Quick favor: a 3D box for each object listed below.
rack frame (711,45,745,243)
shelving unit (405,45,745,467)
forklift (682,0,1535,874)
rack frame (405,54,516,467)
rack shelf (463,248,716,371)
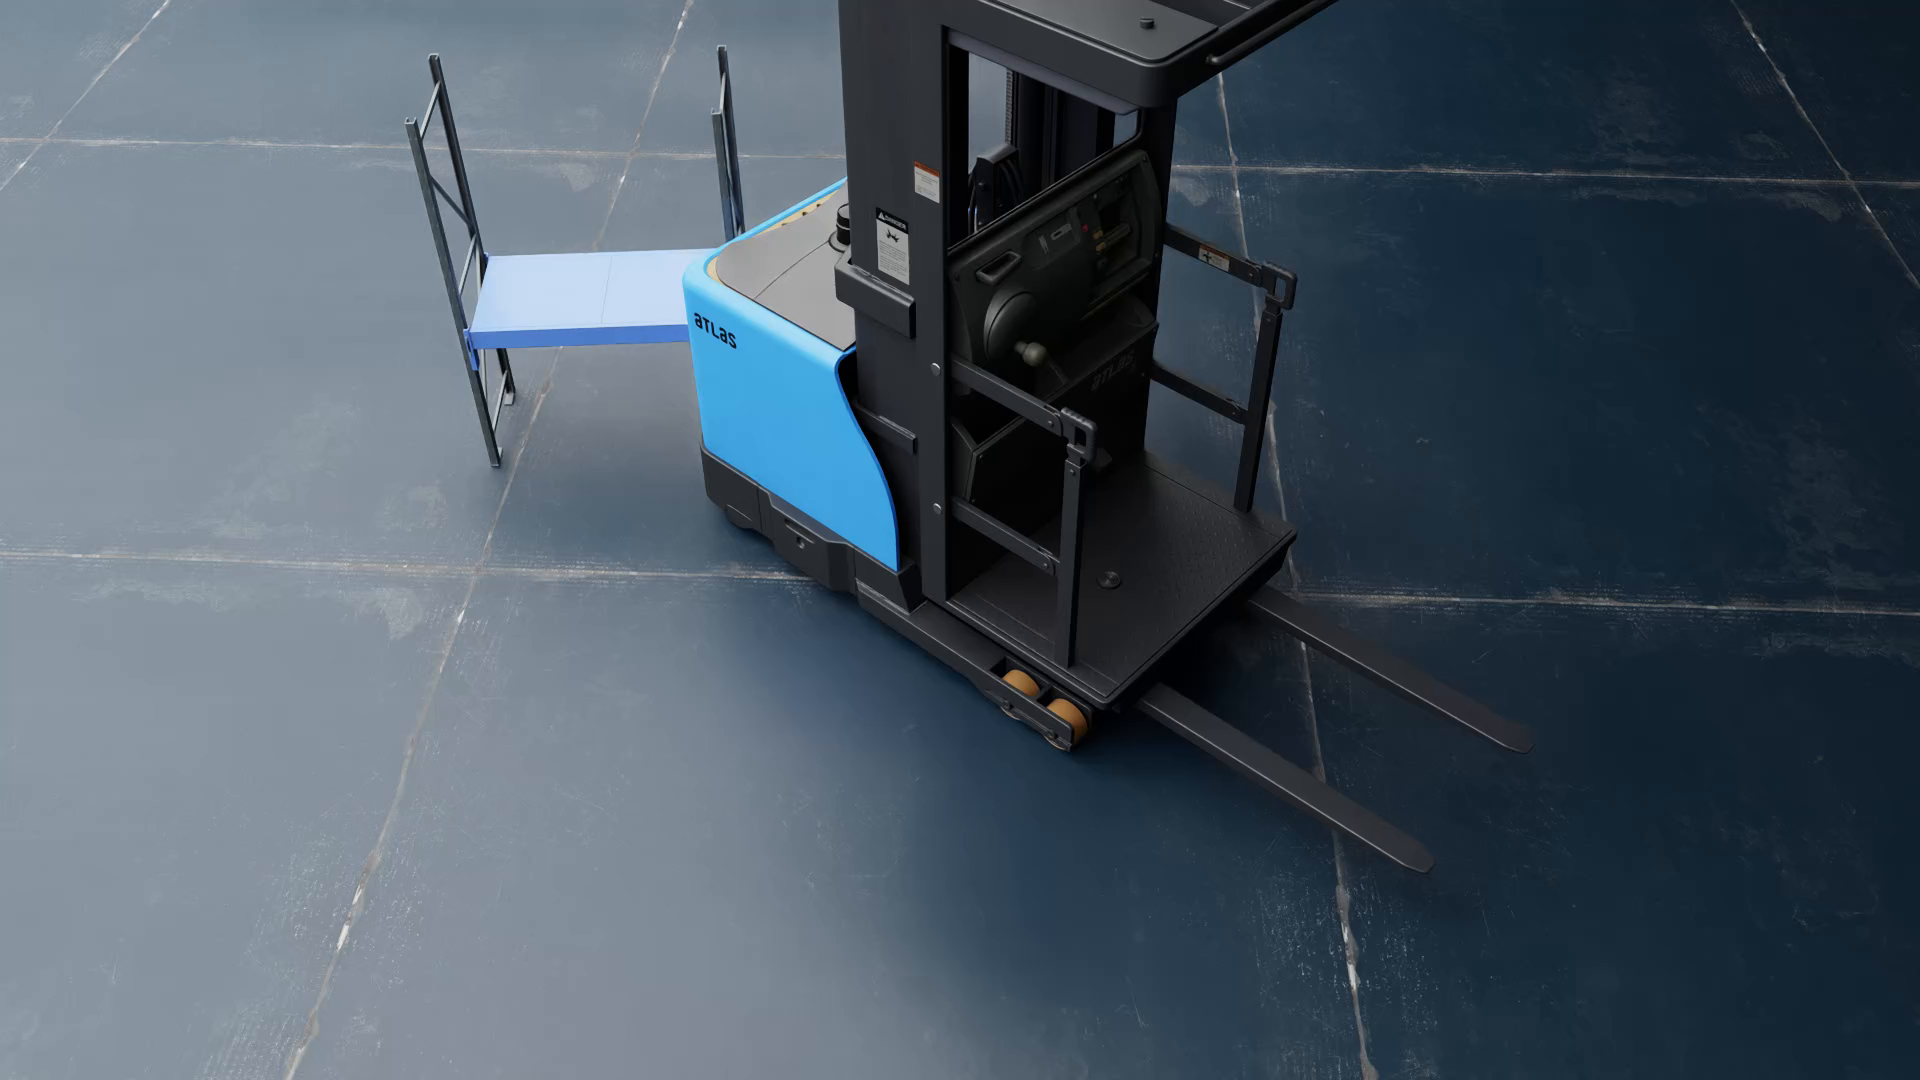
[{"bbox_3d":[-0.836,-1.052,6.279,0.032,1.500,0.500,-2,43,-3],"label":"rack frame"},{"bbox_3d":[-1.343,-1.030,6.255,1.048,1.500,0.538,-2,43,-3],"label":"shelving unit"},{"bbox_3d":[0.464,-0.789,4.947,3.031,2.935,1.130,31,51,29],"label":"forklift"},{"bbox_3d":[-1.850,-1.008,6.232,0.032,1.500,0.500,-2,43,-3],"label":"rack frame"},{"bbox_3d":[-1.343,-0.898,6.378,1.000,0.185,0.538,-2,43,-3],"label":"rack shelf"}]
